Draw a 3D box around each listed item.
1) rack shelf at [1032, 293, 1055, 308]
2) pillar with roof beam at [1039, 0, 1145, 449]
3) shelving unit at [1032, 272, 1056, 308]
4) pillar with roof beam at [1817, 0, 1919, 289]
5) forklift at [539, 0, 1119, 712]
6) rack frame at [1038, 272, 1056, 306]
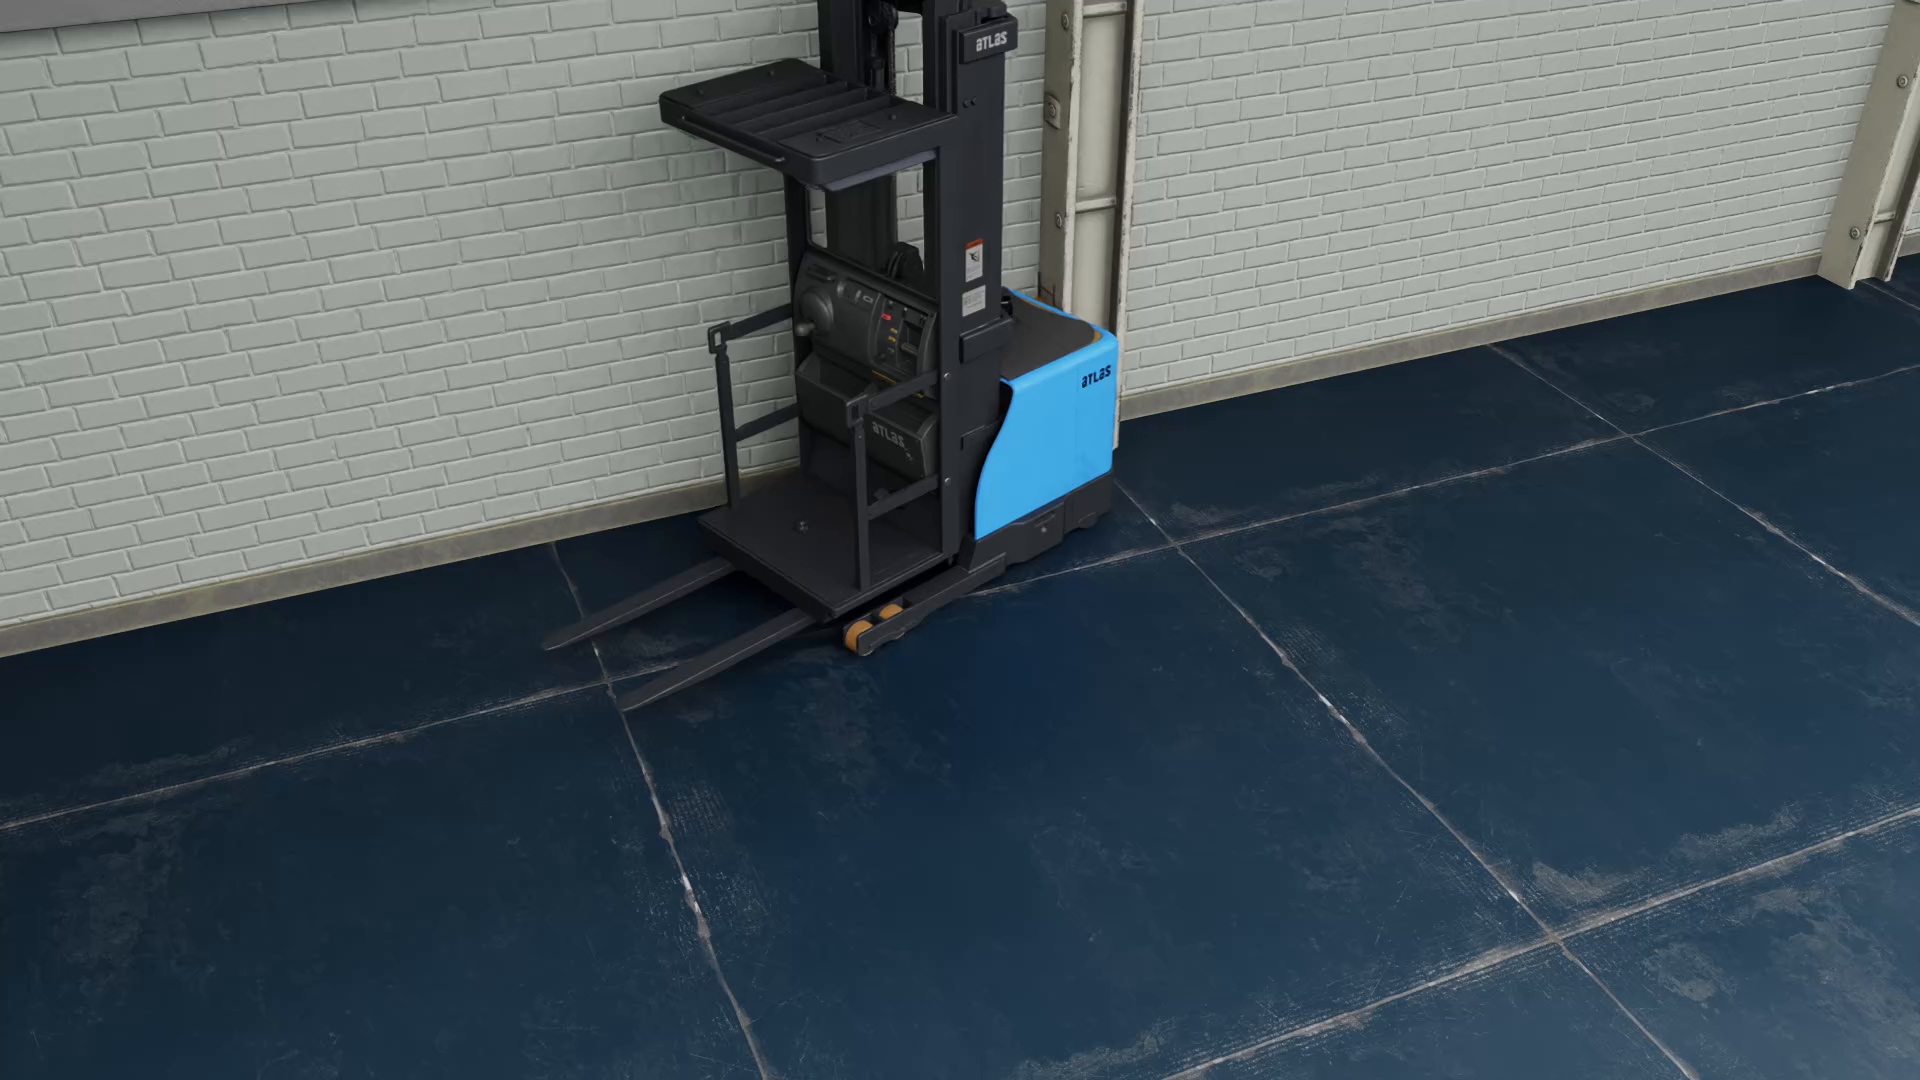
[{"bbox_3d":[0.362,-1.174,9.097,0.240,0.259,0.215,-13,33,-20],"label":"rack shelf"},{"bbox_3d":[2.338,-2.176,3.843,0.400,9.000,9.100,-13,35,-19],"label":"pillar with roof beam"},{"bbox_3d":[0.364,-0.940,9.237,0.252,1.050,0.215,-13,33,-20],"label":"shelving unit"},{"bbox_3d":[7.870,-3.443,5.790,0.400,9.000,9.100,-13,35,-19],"label":"pillar with roof beam"},{"bbox_3d":[-0.599,-0.999,7.597,3.031,2.935,1.130,-27,42,-35],"label":"forklift"},{"bbox_3d":[0.476,-0.965,9.279,0.008,1.050,0.200,-13,33,-20],"label":"rack frame"}]
